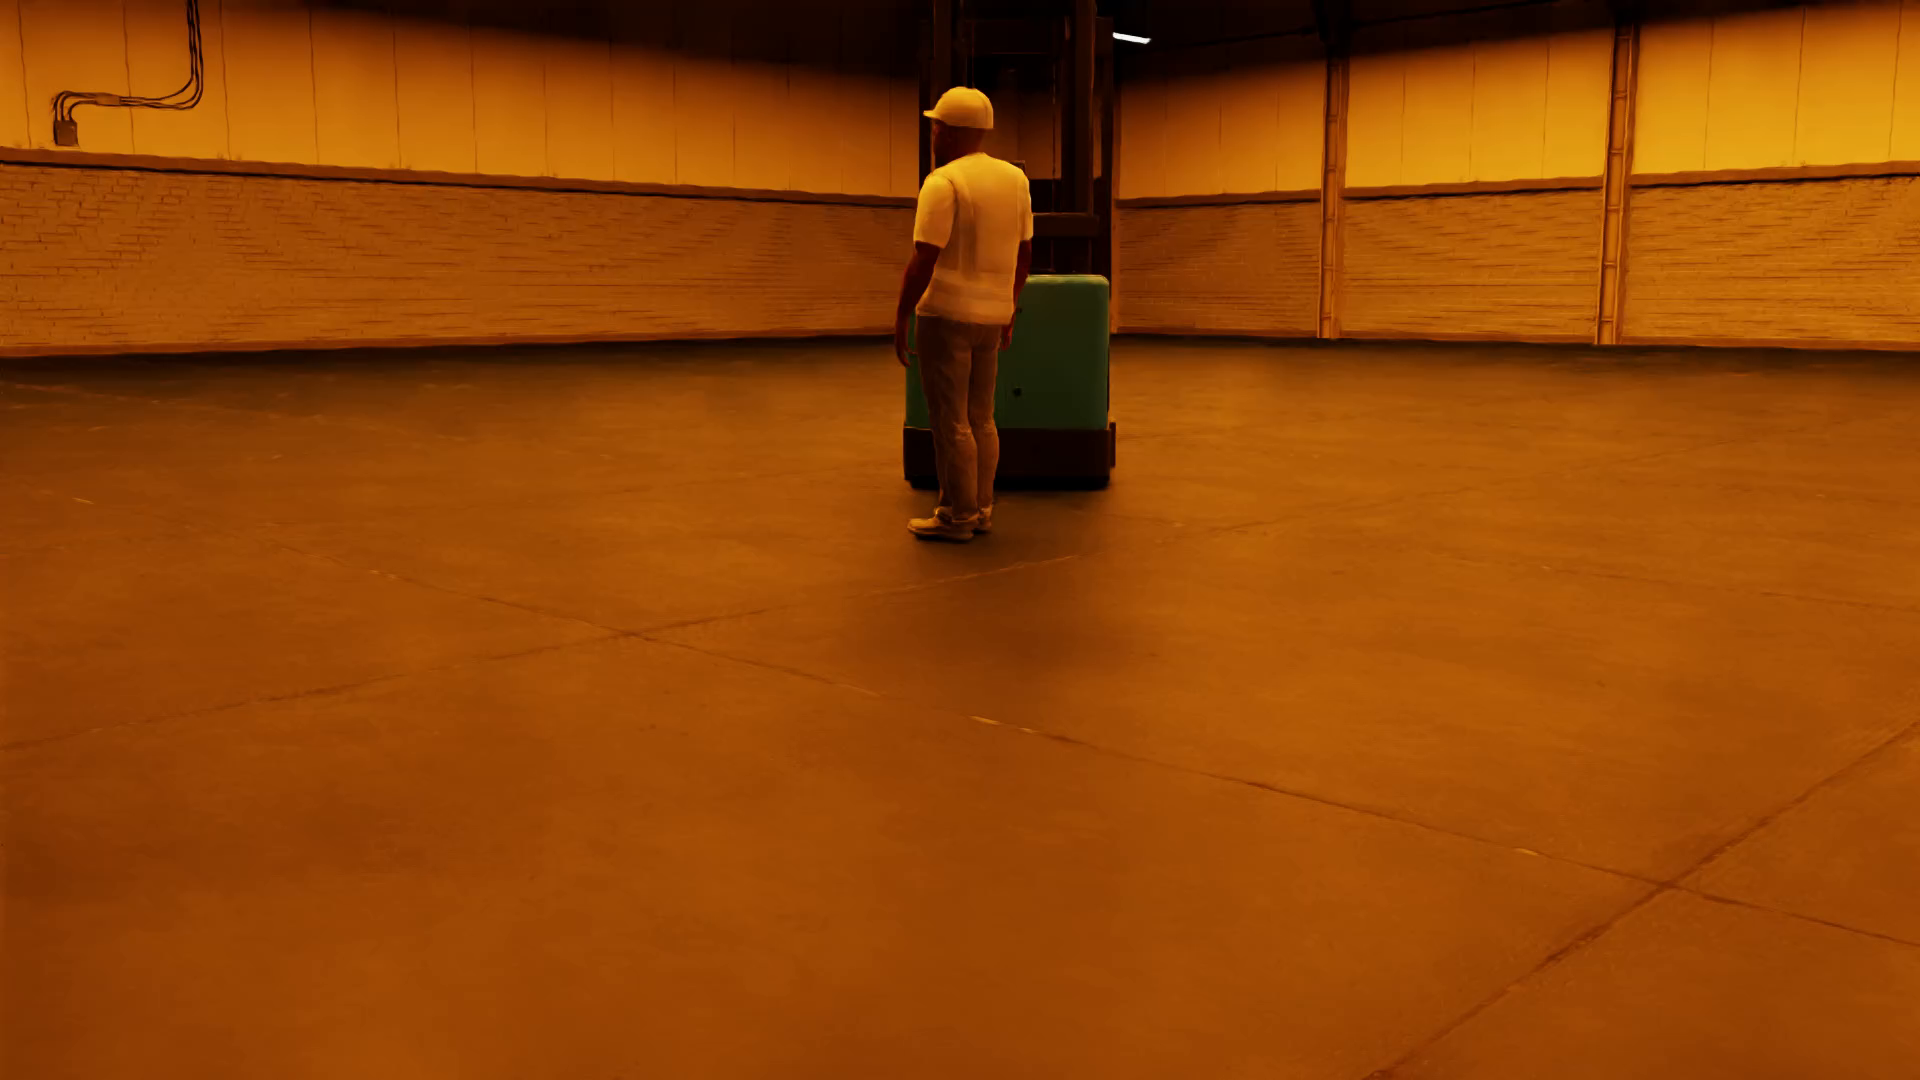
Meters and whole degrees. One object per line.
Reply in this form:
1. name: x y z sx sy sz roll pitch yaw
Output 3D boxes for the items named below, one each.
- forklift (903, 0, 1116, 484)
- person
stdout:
1. forklift: 0.332 -1.925 9.659 1.130 2.935 3.031 1 9 4
2. person: -0.046 -0.888 6.636 0.576 1.766 0.665 8 12 43
